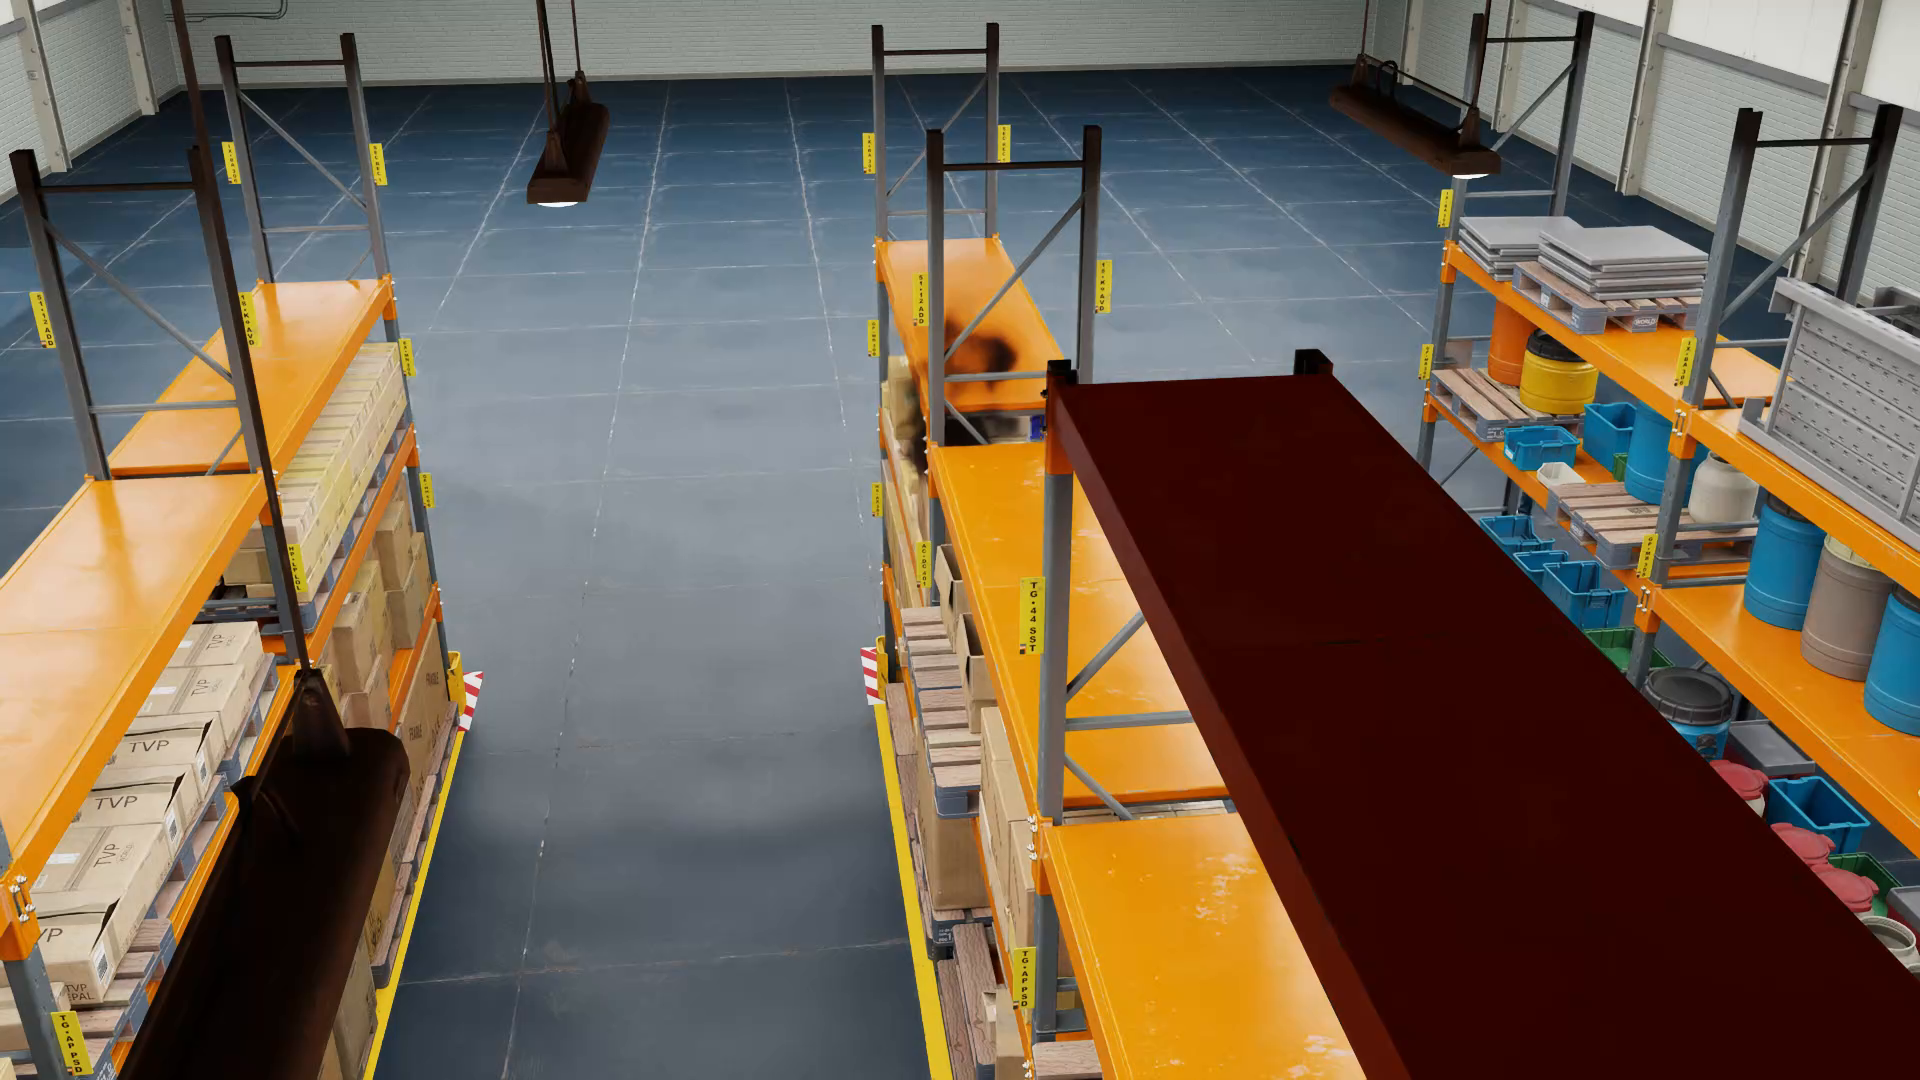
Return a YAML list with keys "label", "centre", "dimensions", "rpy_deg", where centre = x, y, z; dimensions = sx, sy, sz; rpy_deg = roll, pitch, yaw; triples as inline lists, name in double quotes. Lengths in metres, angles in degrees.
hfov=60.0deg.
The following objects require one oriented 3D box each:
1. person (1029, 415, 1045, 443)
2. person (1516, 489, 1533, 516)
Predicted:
- label: "person"
  centre: [0.940, -1.028, 18.696]
  dimensions: [0.938, 1.640, 0.594]
  rpy_deg: [10, 27, 21]
- label: "person"
  centre: [6.579, -0.916, 18.602]
  dimensions: [0.763, 1.545, 0.541]
  rpy_deg: [7, 26, 14]
